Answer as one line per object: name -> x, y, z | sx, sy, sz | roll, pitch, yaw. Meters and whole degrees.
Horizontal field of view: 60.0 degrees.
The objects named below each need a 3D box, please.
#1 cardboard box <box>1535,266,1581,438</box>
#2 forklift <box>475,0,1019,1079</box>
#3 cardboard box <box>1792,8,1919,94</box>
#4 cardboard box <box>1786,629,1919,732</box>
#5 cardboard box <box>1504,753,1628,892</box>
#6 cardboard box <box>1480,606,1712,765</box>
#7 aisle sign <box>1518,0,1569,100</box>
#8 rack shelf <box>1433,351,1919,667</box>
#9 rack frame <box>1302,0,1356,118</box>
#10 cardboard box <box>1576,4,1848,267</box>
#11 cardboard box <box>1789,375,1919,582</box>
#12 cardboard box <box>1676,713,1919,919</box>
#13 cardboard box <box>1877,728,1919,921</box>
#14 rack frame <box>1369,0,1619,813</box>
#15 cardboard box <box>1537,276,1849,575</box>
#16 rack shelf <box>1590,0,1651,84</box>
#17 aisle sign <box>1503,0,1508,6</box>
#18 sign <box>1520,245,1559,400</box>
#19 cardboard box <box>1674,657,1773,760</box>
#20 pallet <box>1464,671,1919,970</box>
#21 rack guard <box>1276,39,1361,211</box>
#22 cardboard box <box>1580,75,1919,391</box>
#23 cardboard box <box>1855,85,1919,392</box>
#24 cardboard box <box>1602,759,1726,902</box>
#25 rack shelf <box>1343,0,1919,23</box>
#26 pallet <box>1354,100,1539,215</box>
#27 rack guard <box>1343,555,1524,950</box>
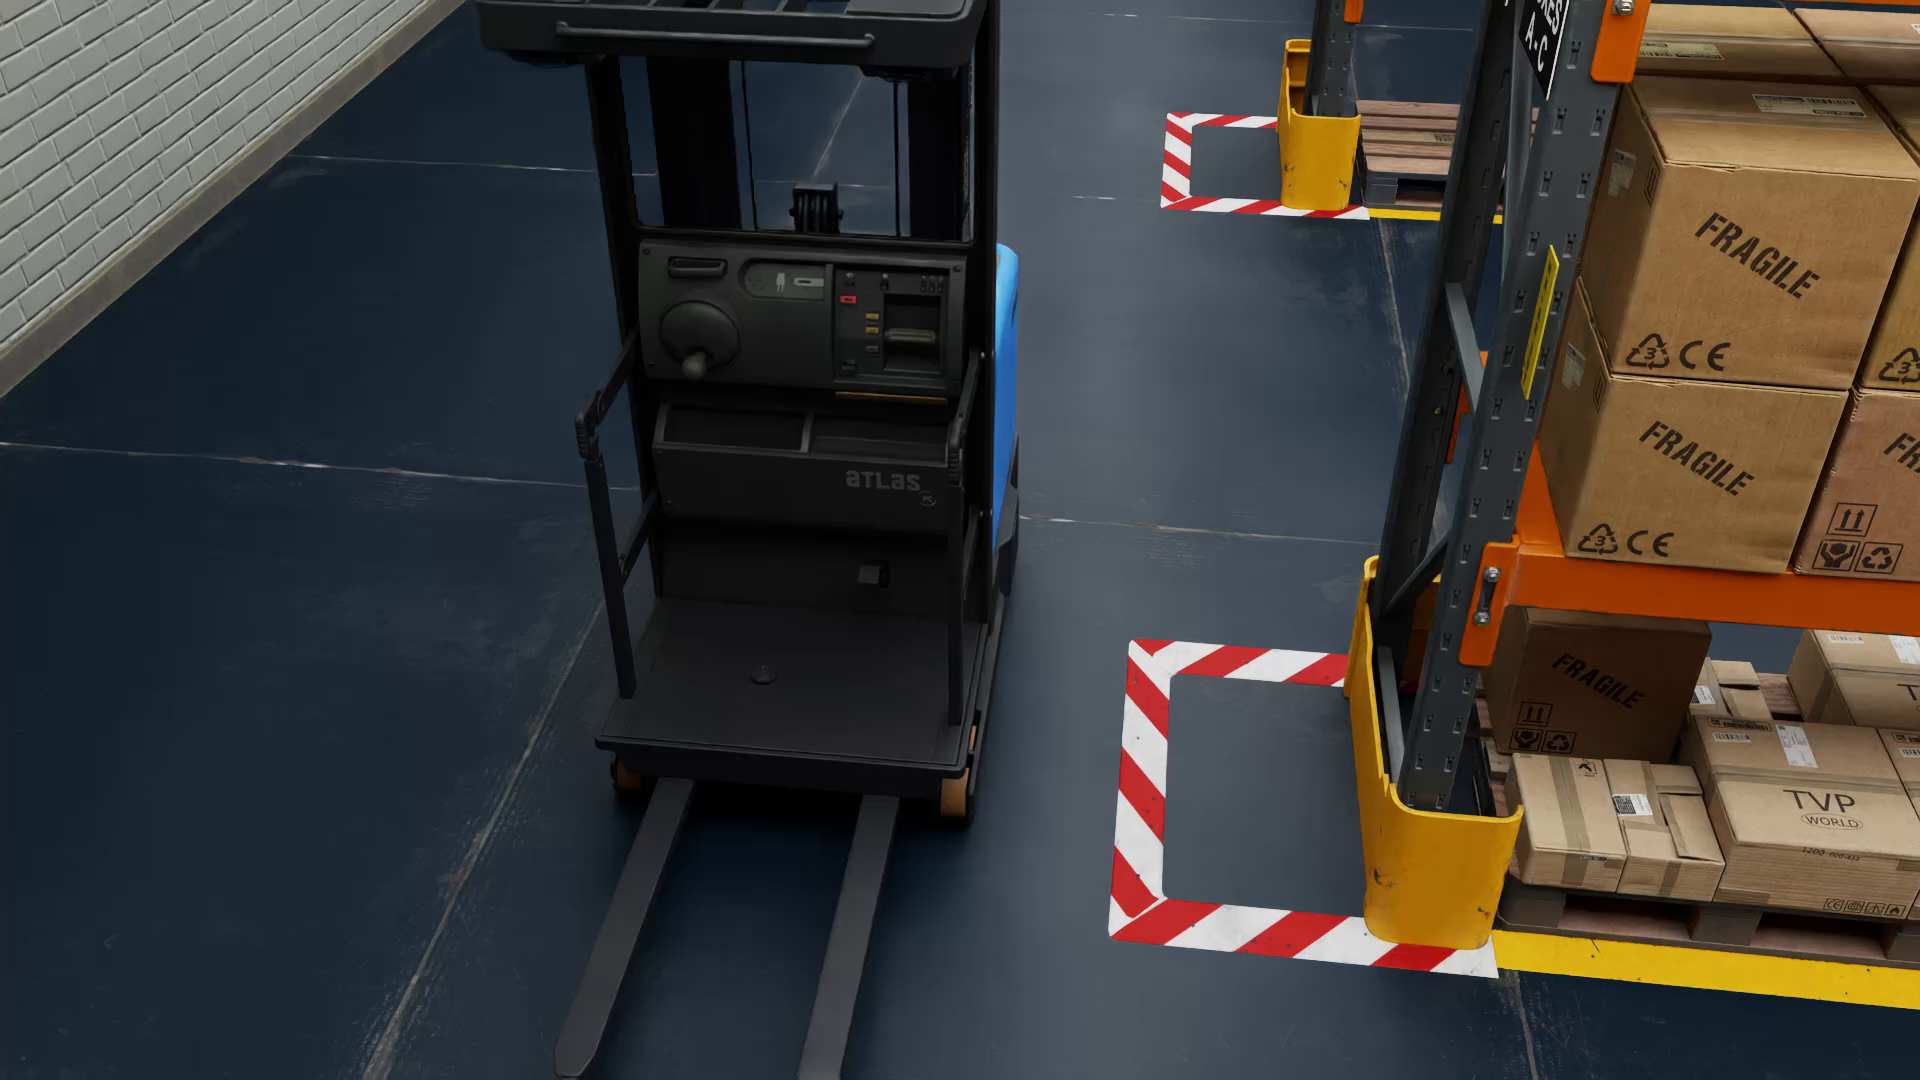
cardboard box -> 1.792, -0.591, 4.409 | 0.500, 0.500, 0.500 | 5, 36, 7
forklift -> -0.472, -0.560, 4.511 | 1.130, 2.935, 3.031 | 4, 36, 6
cardboard box -> 2.291, -0.962, 4.070 | 0.500, 0.500, 0.500 | 5, 36, 7
cardboard box -> 2.822, 0.500, 4.956 | 0.500, 0.250, 0.500 | 4, 36, 6
cardboard box -> 1.684, 0.784, 4.644 | 0.250, 0.149, 0.380 | 4, 36, 6
cardboard box -> 1.884, 0.311, 5.006 | 0.500, 0.500, 0.500 | 4, 36, 6
aisle sign -> 1.208, -1.320, 3.280 | 0.004, 0.787, 0.394 | 4, 36, 6
rack shelf -> 3.297, 0.015, 4.267 | 4.000, 0.370, 1.077 | 4, 36, 6
rack frame -> 1.947, -3.280, 8.264 | 0.127, 3.000, 1.000 | 4, 36, 6
cardboard box -> 1.789, -0.999, 4.121 | 0.500, 0.500, 0.500 | 4, 36, 6
cardboard box -> 2.232, -0.247, 3.928 | 0.500, 0.500, 0.500 | 4, 36, 5
cardboard box -> 2.312, 0.755, 4.599 | 0.500, 0.250, 0.500 | 4, 36, 6
cardboard box -> 2.808, 0.792, 4.547 | 0.500, 0.250, 0.500 | 4, 36, 6
rack frame -> 1.313, -0.426, 4.265 | 0.127, 3.000, 1.000 | 4, 36, 6
cardboard box -> 1.719, -0.282, 3.977 | 0.500, 0.500, 0.500 | 5, 36, 7
rack shelf -> 3.297, -1.206, 3.395 | 4.000, 0.370, 1.077 | 4, 36, 6
aisle sign -> 1.284, -1.666, 3.764 | 0.004, 0.787, 0.394 | 4, 36, 6
sign -> 1.244, -0.466, 3.575 | 0.005, 0.325, 0.100 | 4, 36, 6
cardboard box -> 2.274, 0.528, 4.988 | 0.250, 0.166, 0.380 | 4, 36, 6
pallet -> 2.179, 0.773, 4.985 | 1.213, 0.211, 1.003 | 4, 36, 6
rack guard -> 1.922, -2.257, 8.982 | 0.348, 0.500, 1.175 | 4, 36, 6
cardboard box -> 1.719, -0.689, 3.687 | 0.500, 0.500, 0.500 | 5, 36, 7
cardboard box -> 2.239, -0.655, 3.639 | 0.500, 0.500, 0.500 | 5, 36, 6
cardboard box -> 1.932, 0.796, 4.613 | 0.250, 0.166, 0.380 | 4, 36, 6
rack shelf -> 3.931, -2.839, 8.265 | 4.000, 0.370, 1.077 | 4, 36, 6
pallet -> 2.761, -2.062, 8.957 | 1.213, 0.211, 1.003 | 4, 36, 6
rack guard -> 1.388, 0.597, 4.983 | 0.348, 0.500, 1.175 | 4, 36, 6
